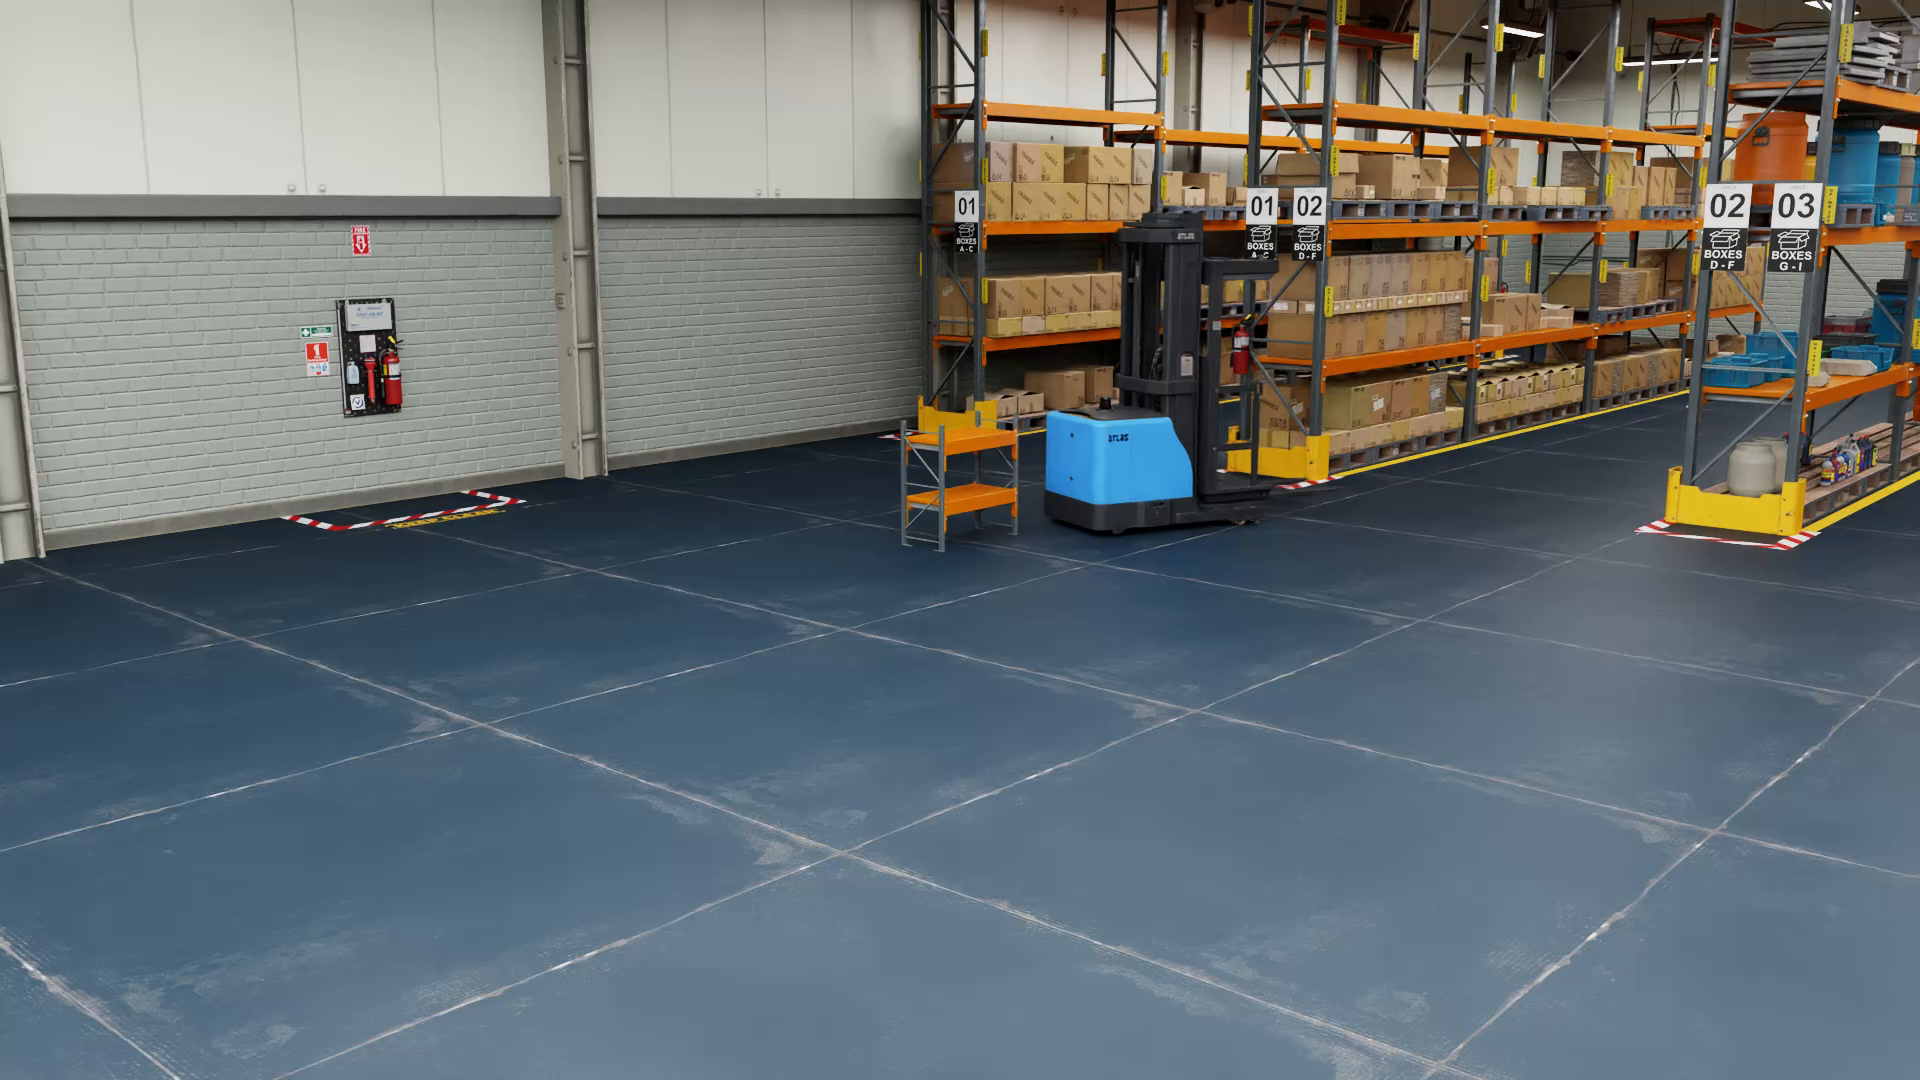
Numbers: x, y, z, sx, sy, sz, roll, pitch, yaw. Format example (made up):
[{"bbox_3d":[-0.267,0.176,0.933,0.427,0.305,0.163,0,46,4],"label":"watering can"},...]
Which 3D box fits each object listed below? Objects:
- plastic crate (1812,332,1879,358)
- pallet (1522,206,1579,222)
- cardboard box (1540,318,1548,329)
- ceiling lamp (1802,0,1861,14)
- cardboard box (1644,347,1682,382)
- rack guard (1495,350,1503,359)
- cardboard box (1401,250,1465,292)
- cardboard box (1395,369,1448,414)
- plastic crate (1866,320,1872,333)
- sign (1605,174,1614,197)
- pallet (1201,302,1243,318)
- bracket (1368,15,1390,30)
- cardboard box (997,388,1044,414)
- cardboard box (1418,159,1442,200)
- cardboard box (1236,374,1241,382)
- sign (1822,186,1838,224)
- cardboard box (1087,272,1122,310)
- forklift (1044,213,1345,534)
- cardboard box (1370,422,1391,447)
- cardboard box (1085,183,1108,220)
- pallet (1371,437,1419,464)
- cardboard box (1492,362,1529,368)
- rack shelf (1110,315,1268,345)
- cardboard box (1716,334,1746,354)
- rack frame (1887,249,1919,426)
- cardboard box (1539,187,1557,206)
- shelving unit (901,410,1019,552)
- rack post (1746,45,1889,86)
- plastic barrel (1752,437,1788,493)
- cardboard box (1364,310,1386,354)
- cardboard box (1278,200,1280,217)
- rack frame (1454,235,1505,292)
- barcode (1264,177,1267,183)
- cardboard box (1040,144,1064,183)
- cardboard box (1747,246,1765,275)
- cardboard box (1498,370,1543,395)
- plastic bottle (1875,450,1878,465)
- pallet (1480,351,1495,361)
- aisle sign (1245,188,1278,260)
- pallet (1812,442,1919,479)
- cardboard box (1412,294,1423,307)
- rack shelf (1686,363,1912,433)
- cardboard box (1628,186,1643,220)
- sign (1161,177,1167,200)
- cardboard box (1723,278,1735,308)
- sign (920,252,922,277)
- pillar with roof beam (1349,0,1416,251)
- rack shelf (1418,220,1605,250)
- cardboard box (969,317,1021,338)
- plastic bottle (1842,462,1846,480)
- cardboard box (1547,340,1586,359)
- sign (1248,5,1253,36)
[{"bbox_3d":[9.549,-2.083,18.138,0.767,0.338,0.504,10,15,40],"label":"plastic crate"},{"bbox_3d":[7.796,-4.505,22.932,1.003,0.211,1.213,11,16,43],"label":"pallet"},{"bbox_3d":[8.113,-3.085,23.640,0.250,0.149,0.380,-11,16,-43],"label":"cardboard box"},{"bbox_3d":[13.029,-9.323,24.012,0.800,3.185,2.000,10,15,40],"label":"ceiling lamp"},{"bbox_3d":[11.442,-2.872,27.190,0.500,0.500,0.500,10,15,40],"label":"cardboard box"},{"bbox_3d":[10.486,-3.998,33.951,1.175,0.500,0.348,10,15,40],"label":"rack guard"},{"bbox_3d":[5.984,-3.434,21.177,0.700,0.500,0.500,10,15,41],"label":"cardboard box"},{"bbox_3d":[5.791,-1.871,20.956,0.500,0.500,0.500,10,15,40],"label":"cardboard box"},{"bbox_3d":[10.485,-2.368,19.451,0.392,0.384,0.575,10,15,40],"label":"plastic crate"},{"bbox_3d":[9.324,-5.093,23.874,0.100,0.325,0.005,10,15,40],"label":"sign"},{"bbox_3d":[3.913,-3.652,26.329,1.003,0.211,1.213,10,15,40],"label":"pallet"},{"bbox_3d":[7.634,-9.446,30.342,0.235,0.232,0.430,10,15,40],"label":"bracket"},{"bbox_3d":[0.809,-1.937,22.994,0.500,0.311,0.500,-11,15,-43],"label":"cardboard box"},{"bbox_3d":[5.741,-4.569,21.086,0.500,0.500,0.500,-11,15,-43],"label":"cardboard box"},{"bbox_3d":[4.325,-2.860,27.129,0.700,0.500,0.500,10,15,40],"label":"cardboard box"},{"bbox_3d":[7.760,-2.989,14.835,0.100,0.325,0.005,10,15,40],"label":"sign"},{"bbox_3d":[2.143,-3.575,23.868,0.500,0.500,0.500,10,15,40],"label":"cardboard box"},{"bbox_3d":[2.367,-1.670,16.087,3.031,2.935,1.130,-6,13,-26],"label":"forklift"},{"bbox_3d":[4.810,-1.281,19.916,0.500,0.250,0.500,10,15,40],"label":"cardboard box"},{"bbox_3d":[1.720,-4.719,23.214,0.500,0.500,0.500,9,14,38],"label":"cardboard box"},{"bbox_3d":[4.910,-1.155,20.456,1.003,0.211,1.213,10,15,40],"label":"pallet"},{"bbox_3d":[8.006,-2.418,24.176,0.500,0.311,0.500,9,15,39],"label":"cardboard box"},{"bbox_3d":[3.869,-3.396,26.392,1.077,0.370,4.000,10,15,40],"label":"rack shelf"},{"bbox_3d":[14.019,-3.458,30.126,0.500,0.500,0.500,10,15,40],"label":"cardboard box"},{"bbox_3d":[12.631,-2.762,21.382,1.000,3.000,0.127,10,15,40],"label":"rack frame"},{"bbox_3d":[7.937,-4.770,23.088,0.500,0.250,0.500,9,15,39],"label":"cardboard box"},{"bbox_3d":[0.004,-0.553,15.106,0.538,1.125,1.048,10,15,40],"label":"shelving unit"},{"bbox_3d":[7.944,-4.377,15.425,0.954,0.300,0.937,-10,15,-41],"label":"rack post"},{"bbox_3d":[8.058,-0.752,16.595,0.421,0.512,0.421,0,11,0],"label":"plastic barrel"},{"bbox_3d":[4.624,-2.492,19.776,0.700,0.500,0.500,10,15,41],"label":"cardboard box"},{"bbox_3d":[4.916,-5.339,26.803,0.500,0.311,0.500,10,15,40],"label":"cardboard box"},{"bbox_3d":[10.470,-5.220,33.688,1.000,3.000,0.127,10,15,40],"label":"rack frame"},{"bbox_3d":[3.468,-4.088,18.882,0.001,0.075,0.075,10,15,40],"label":"barcode"},{"bbox_3d":[1.044,-5.056,22.347,0.500,0.500,0.500,10,15,42],"label":"cardboard box"},{"bbox_3d":[14.106,-5.018,29.871,0.500,0.500,0.500,10,15,40],"label":"cardboard box"},{"bbox_3d":[7.746,-2.202,23.094,0.500,0.311,0.500,10,15,42],"label":"cardboard box"},{"bbox_3d":[9.985,-0.923,18.198,0.097,0.201,0.097,0,11,0],"label":"plastic bottle"},{"bbox_3d":[10.001,-3.725,33.322,1.003,0.211,1.213,10,15,40],"label":"pallet"},{"bbox_3d":[3.368,-3.529,18.585,0.394,0.787,0.004,10,15,40],"label":"aisle sign"},{"bbox_3d":[10.480,-0.927,19.312,1.003,0.211,1.213,10,15,40],"label":"pallet"},{"bbox_3d":[5.414,-2.927,20.298,0.380,0.149,0.250,10,15,42],"label":"cardboard box"},{"bbox_3d":[8.670,-1.527,17.033,1.077,0.370,4.000,10,15,40],"label":"rack shelf"},{"bbox_3d":[9.855,-5.143,25.390,0.910,0.500,0.500,10,15,40],"label":"cardboard box"},{"bbox_3d":[2.961,-5.110,24.159,0.100,0.325,0.005,10,15,40],"label":"sign"},{"bbox_3d":[13.096,-4.304,28.849,0.500,0.500,0.500,9,15,40],"label":"cardboard box"},{"bbox_3d":[-0.496,-3.663,22.132,0.100,0.325,0.005,10,15,40],"label":"sign"},{"bbox_3d":[10.875,-7.232,28.443,9.100,9.000,0.548,10,15,40],"label":"pillar with roof beam"},{"bbox_3d":[7.592,-4.227,22.895,1.077,0.370,4.000,10,15,40],"label":"rack shelf"},{"bbox_3d":[0.469,-2.833,22.069,0.500,0.250,0.500,9,15,39],"label":"cardboard box"},{"bbox_3d":[9.138,-0.735,17.253,0.097,0.201,0.097,0,11,0],"label":"plastic bottle"},{"bbox_3d":[9.387,-2.938,25.605,0.500,0.250,0.500,11,15,42],"label":"cardboard box"},{"bbox_3d":[3.233,-5.737,18.373,0.100,0.325,0.005,10,15,40],"label":"sign"}]
